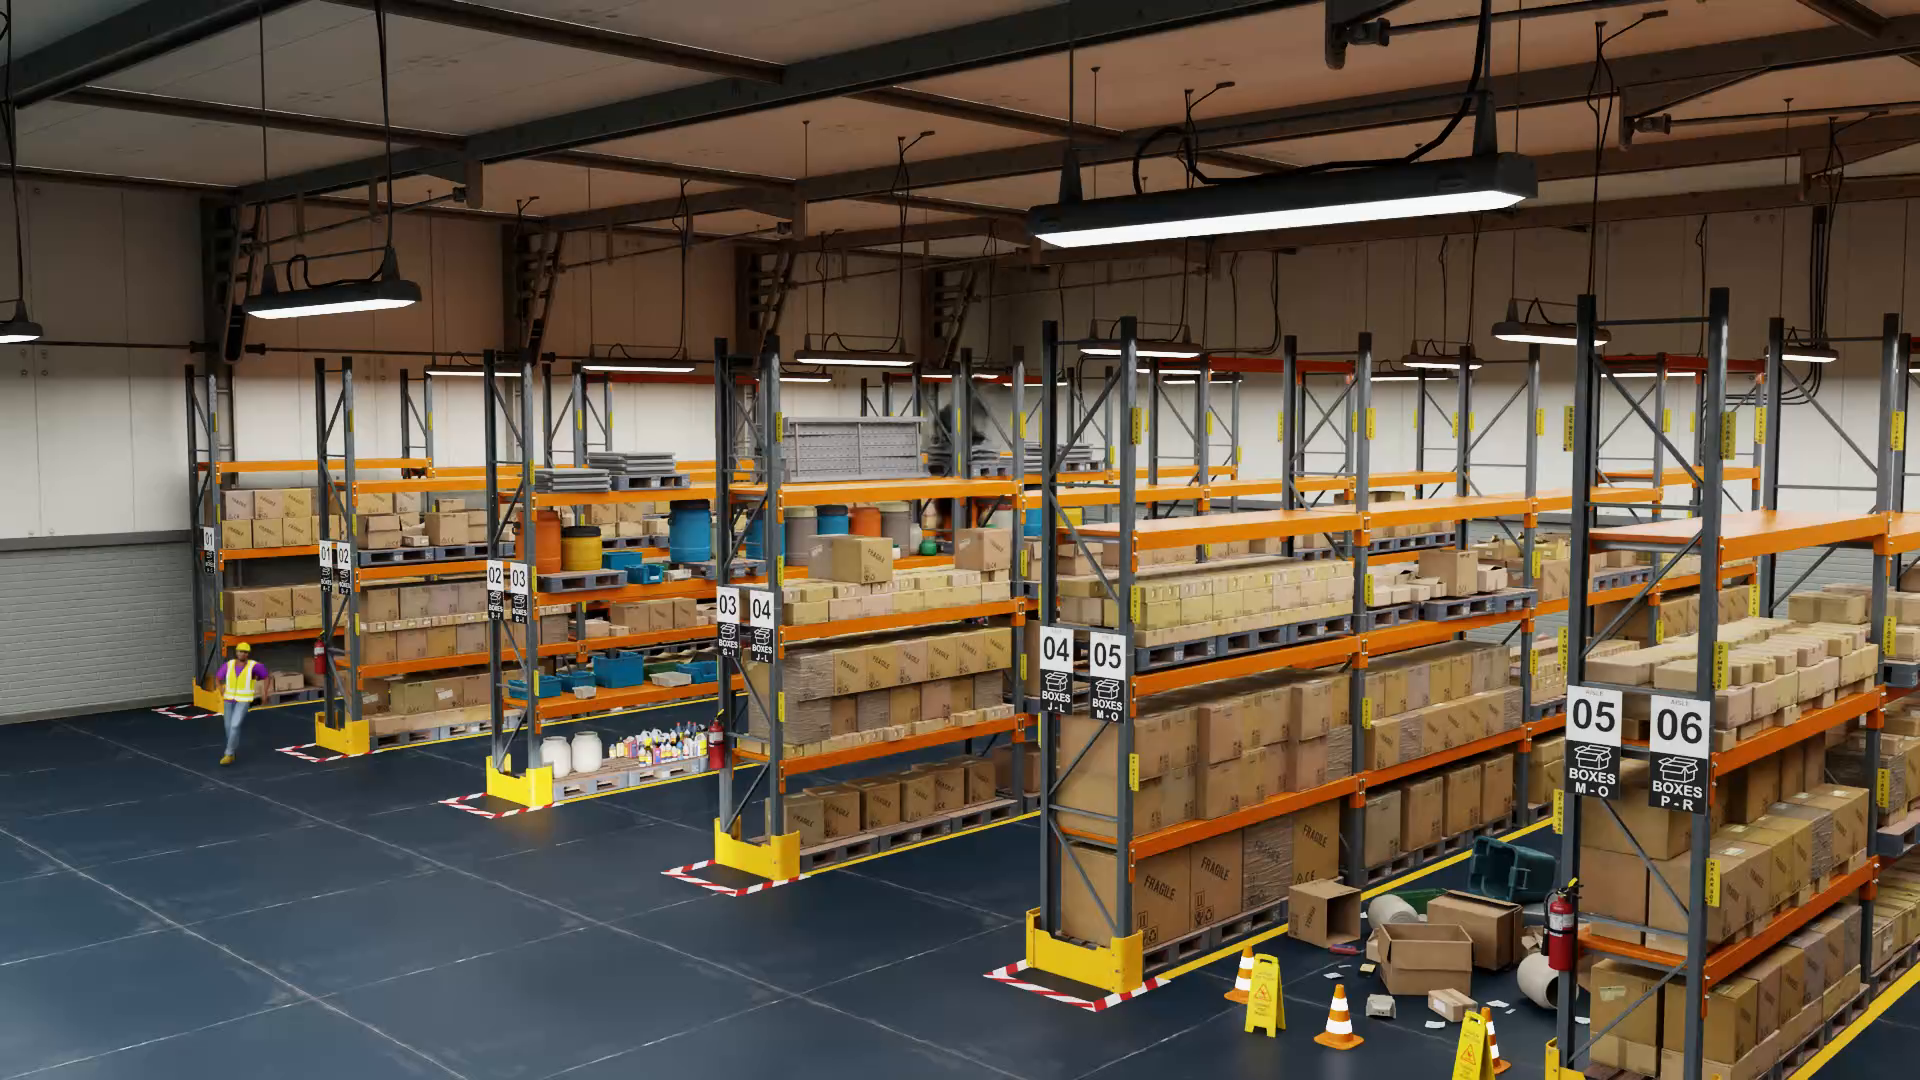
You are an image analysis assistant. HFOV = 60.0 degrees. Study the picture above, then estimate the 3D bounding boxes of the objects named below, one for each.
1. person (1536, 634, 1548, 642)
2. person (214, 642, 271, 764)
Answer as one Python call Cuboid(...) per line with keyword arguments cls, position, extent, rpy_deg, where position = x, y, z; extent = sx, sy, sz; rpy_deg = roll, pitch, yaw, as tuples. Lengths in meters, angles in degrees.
Cuboid(cls="person", position=(9.140, 2.325, 26.029), extent=(0.670, 1.727, 0.904), rpy_deg=(4, 6, 44))
Cuboid(cls="person", position=(-10.681, 2.386, 24.630), extent=(0.759, 1.724, 0.938), rpy_deg=(0, 4, -4))
